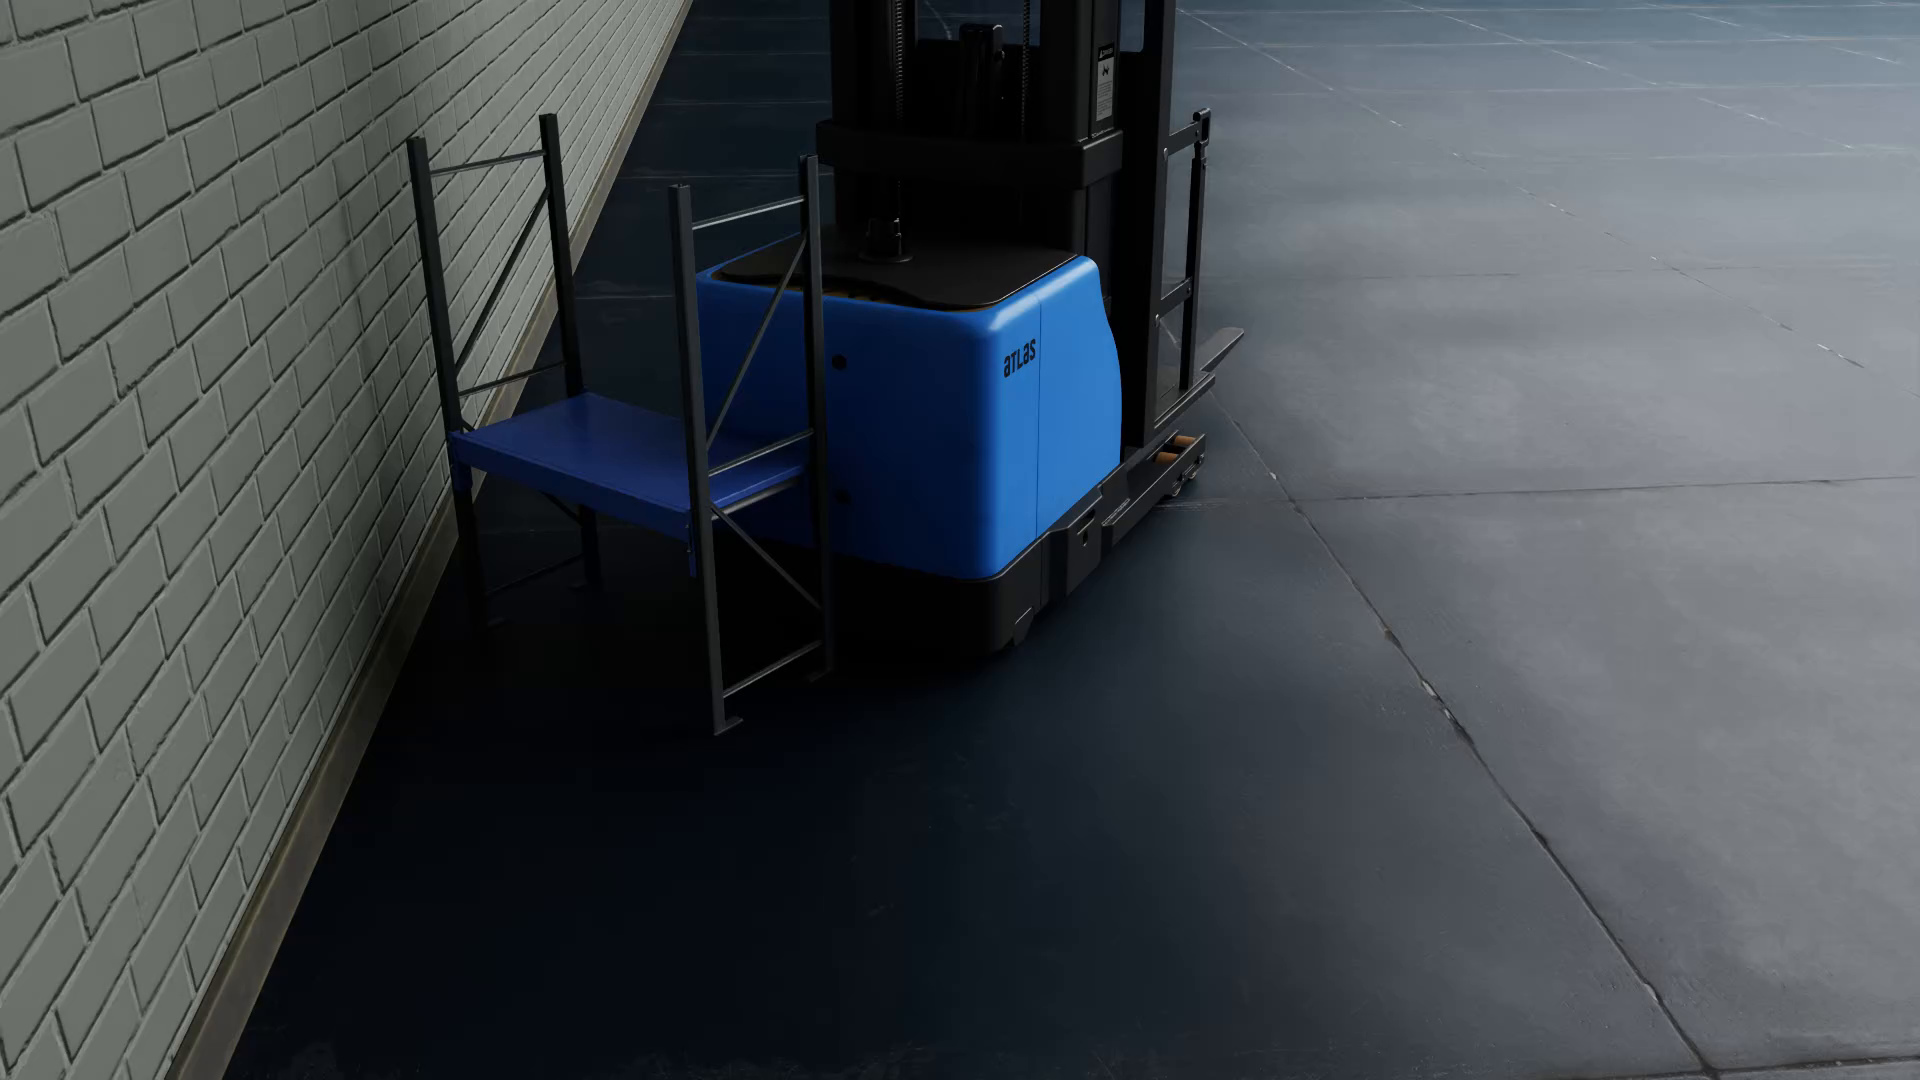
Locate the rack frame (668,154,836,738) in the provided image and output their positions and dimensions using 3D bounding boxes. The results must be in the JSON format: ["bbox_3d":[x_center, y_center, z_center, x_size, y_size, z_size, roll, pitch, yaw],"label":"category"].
[{"bbox_3d":[-0.530,-0.230,4.421,0.032,1.500,0.500,17,29,34],"label":"rack frame"}]

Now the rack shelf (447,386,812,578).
[{"bbox_3d":[-0.935,-0.191,4.776,1.000,0.185,0.538,17,29,34],"label":"rack shelf"}]

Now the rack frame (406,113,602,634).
[{"bbox_3d":[-1.339,-0.480,4.984,0.032,1.500,0.500,17,29,34],"label":"rack frame"}]

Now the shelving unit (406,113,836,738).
[{"bbox_3d":[-0.935,-0.355,4.703,1.048,1.500,0.538,17,29,34],"label":"shelving unit"}]

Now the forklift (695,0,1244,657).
[{"bbox_3d":[0.274,-1.566,5.665,1.130,2.935,3.031,11,26,24],"label":"forklift"}]
